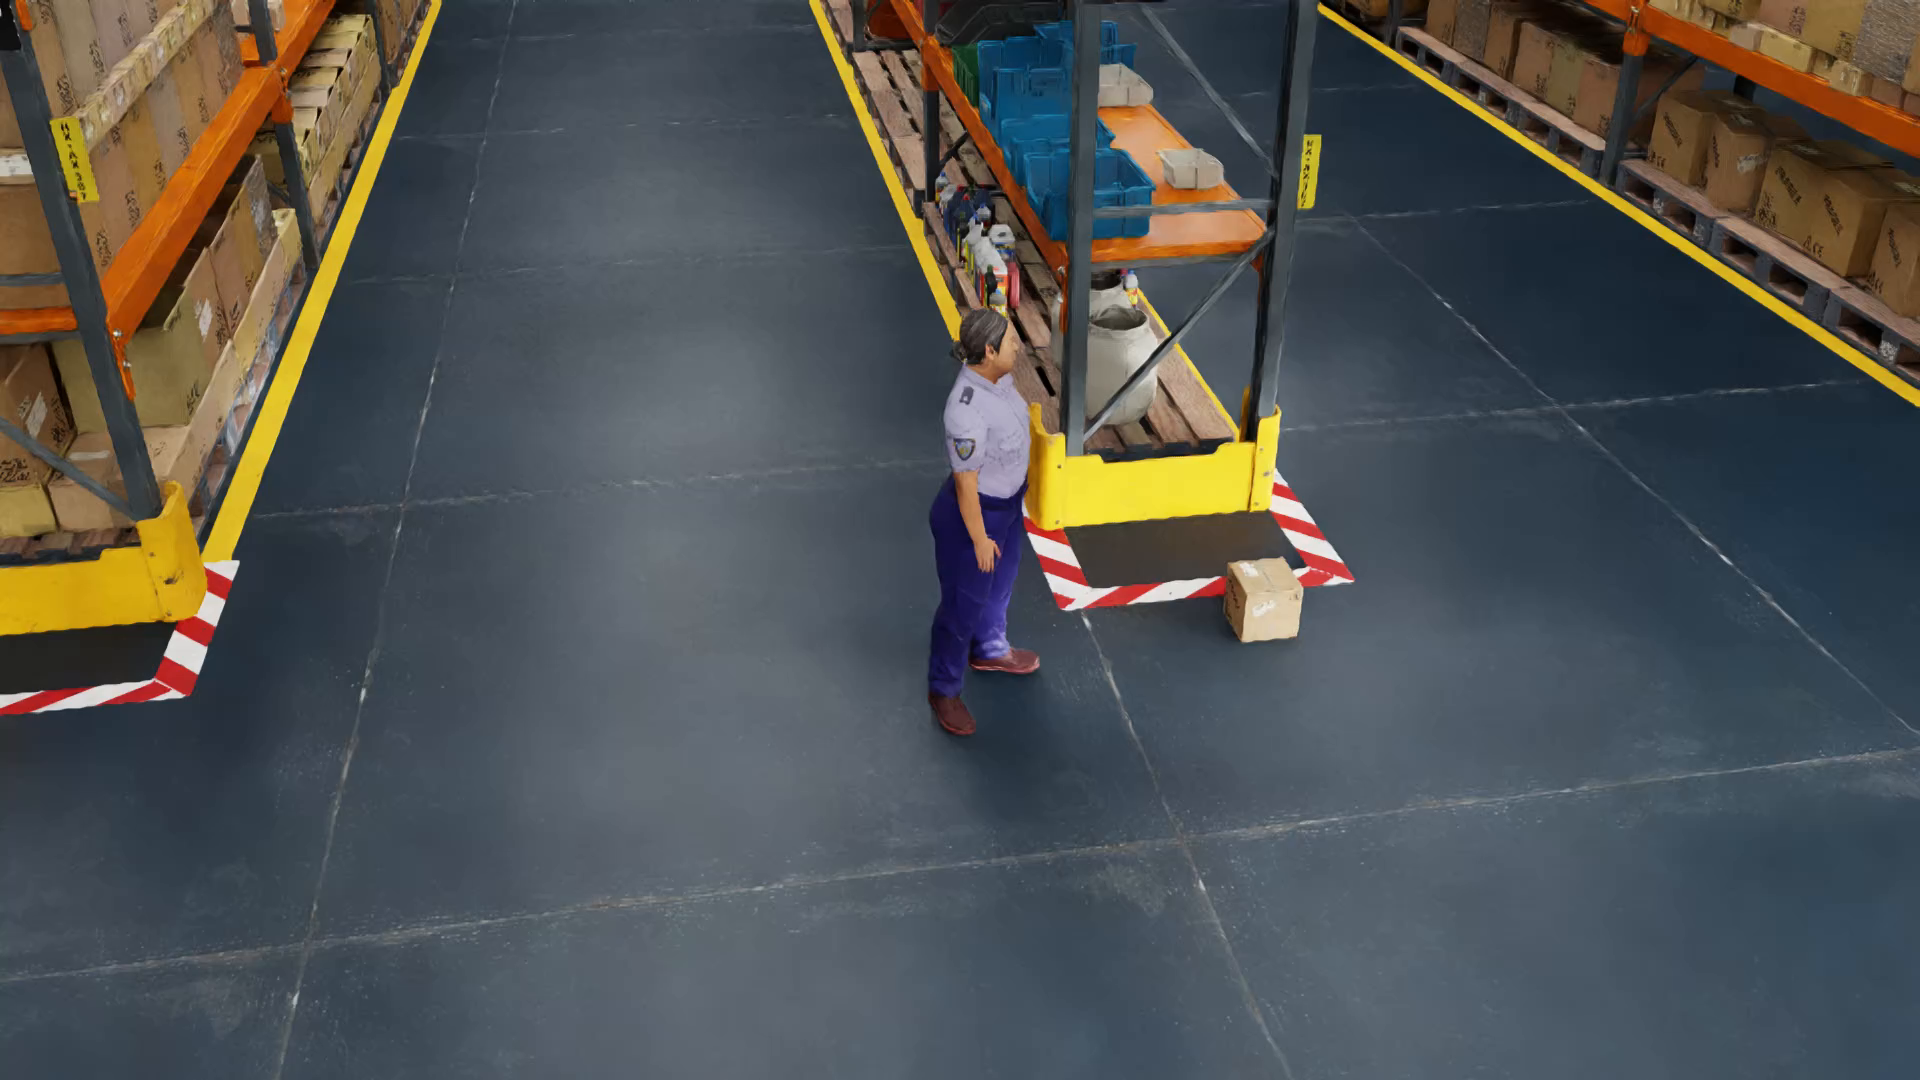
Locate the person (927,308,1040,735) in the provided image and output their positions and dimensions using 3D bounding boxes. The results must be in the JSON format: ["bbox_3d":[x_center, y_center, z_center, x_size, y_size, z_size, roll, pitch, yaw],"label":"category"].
[{"bbox_3d":[0.082,-0.091,6.267,0.373,1.642,0.602,9,32,14],"label":"person"}]
